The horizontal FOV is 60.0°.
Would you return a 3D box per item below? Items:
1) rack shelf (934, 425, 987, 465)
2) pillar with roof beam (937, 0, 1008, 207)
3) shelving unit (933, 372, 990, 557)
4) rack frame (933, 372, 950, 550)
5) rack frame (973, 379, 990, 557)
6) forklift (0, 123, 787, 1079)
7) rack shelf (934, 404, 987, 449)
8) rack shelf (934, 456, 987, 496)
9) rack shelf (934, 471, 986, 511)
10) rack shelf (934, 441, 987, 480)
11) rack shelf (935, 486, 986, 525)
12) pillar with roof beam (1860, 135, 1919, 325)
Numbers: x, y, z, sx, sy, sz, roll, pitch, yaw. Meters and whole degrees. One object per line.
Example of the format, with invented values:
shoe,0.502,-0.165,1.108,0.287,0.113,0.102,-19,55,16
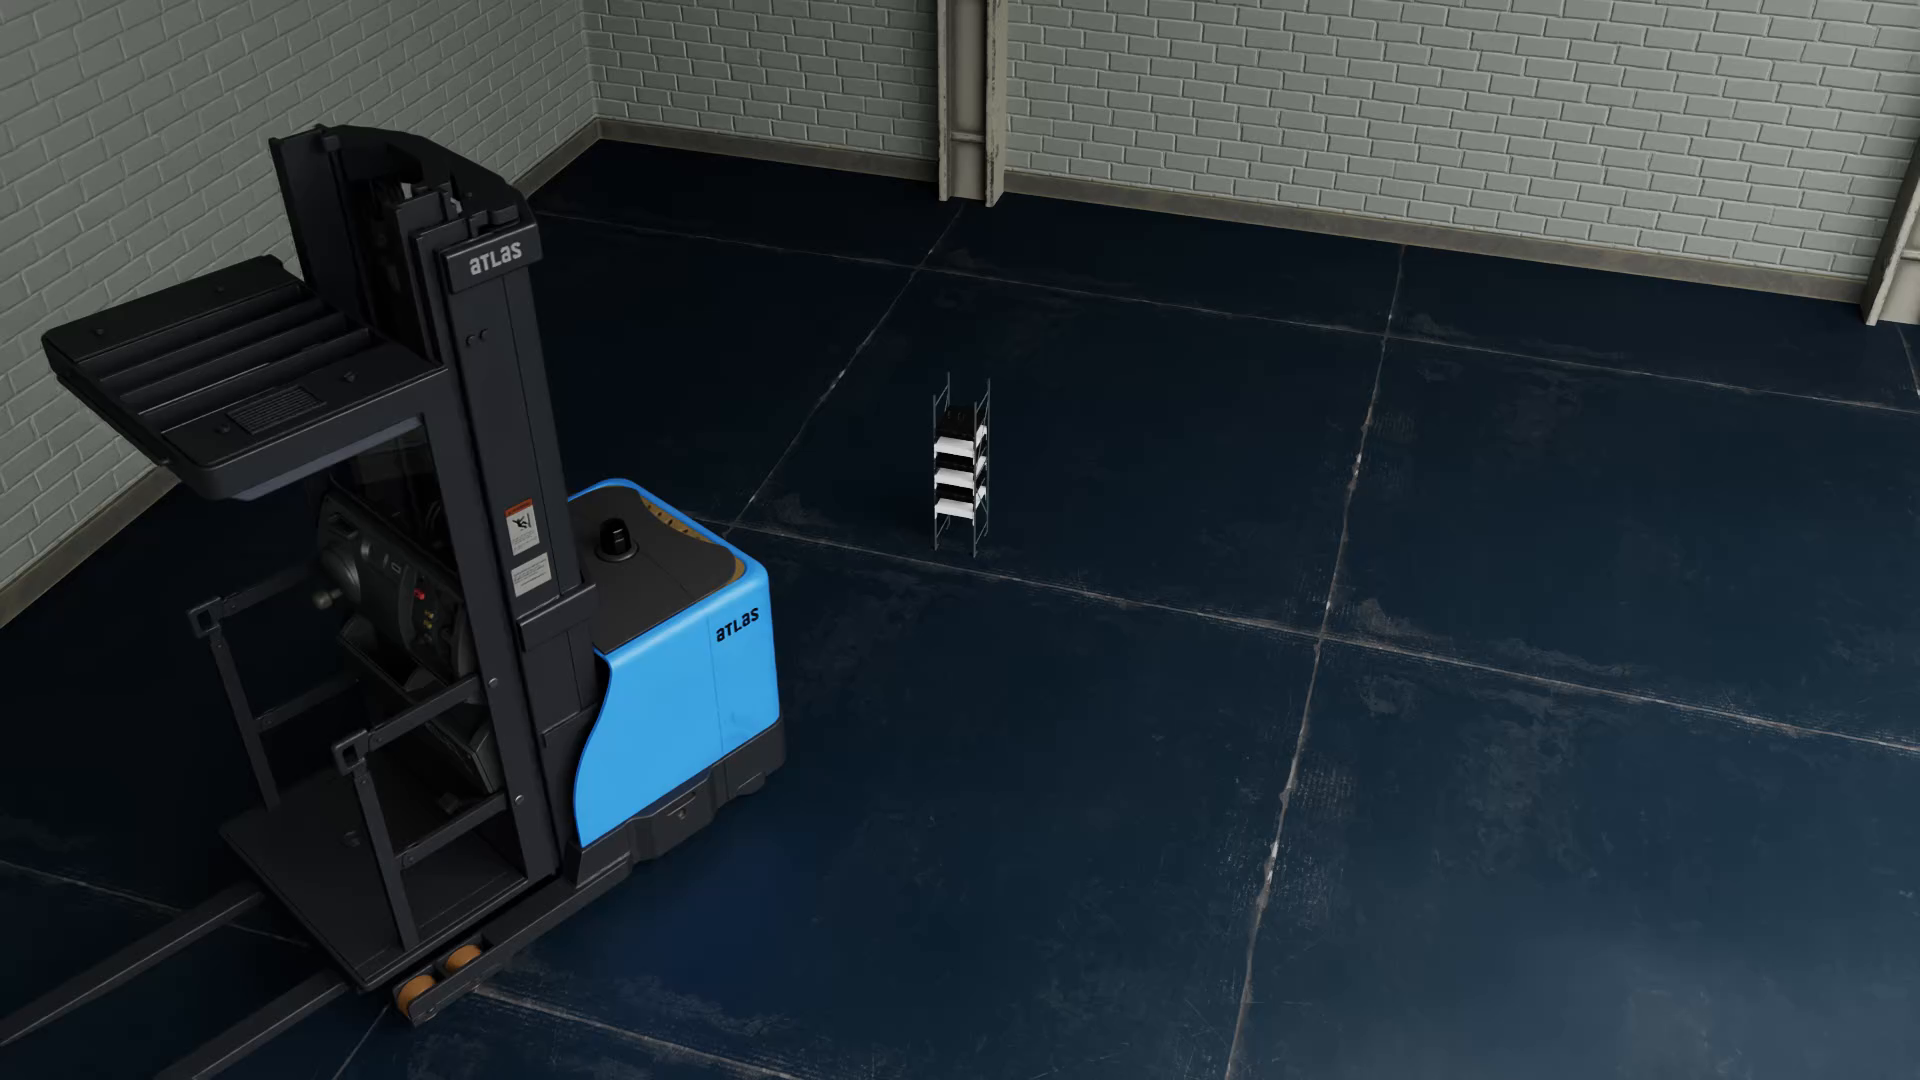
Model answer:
rack shelf,0.008,-0.479,8.079,0.200,0.077,0.258,10,38,14
pillar with roof beam,-1.201,-3.629,5.775,0.400,9.000,9.100,10,38,14
shelving unit,0.008,-0.361,8.166,0.210,0.900,0.258,10,38,14
rack frame,-0.089,-0.379,8.191,0.006,0.900,0.240,10,38,14
rack frame,0.105,-0.343,8.142,0.006,0.900,0.240,10,38,14
forklift,-2.118,0.226,5.656,1.130,2.935,3.031,30,46,34
rack shelf,0.008,-0.552,8.026,0.200,0.077,0.258,10,38,14
rack shelf,0.008,-0.334,8.186,0.200,0.077,0.258,10,38,14
rack shelf,0.008,-0.262,8.239,0.200,0.077,0.258,10,38,14
rack shelf,0.008,-0.407,8.133,0.200,0.077,0.258,10,38,14
rack shelf,0.008,-0.189,8.293,0.200,0.077,0.258,10,38,14
pillar with roof beam,4.526,-2.569,4.334,0.400,9.000,9.100,10,38,14
